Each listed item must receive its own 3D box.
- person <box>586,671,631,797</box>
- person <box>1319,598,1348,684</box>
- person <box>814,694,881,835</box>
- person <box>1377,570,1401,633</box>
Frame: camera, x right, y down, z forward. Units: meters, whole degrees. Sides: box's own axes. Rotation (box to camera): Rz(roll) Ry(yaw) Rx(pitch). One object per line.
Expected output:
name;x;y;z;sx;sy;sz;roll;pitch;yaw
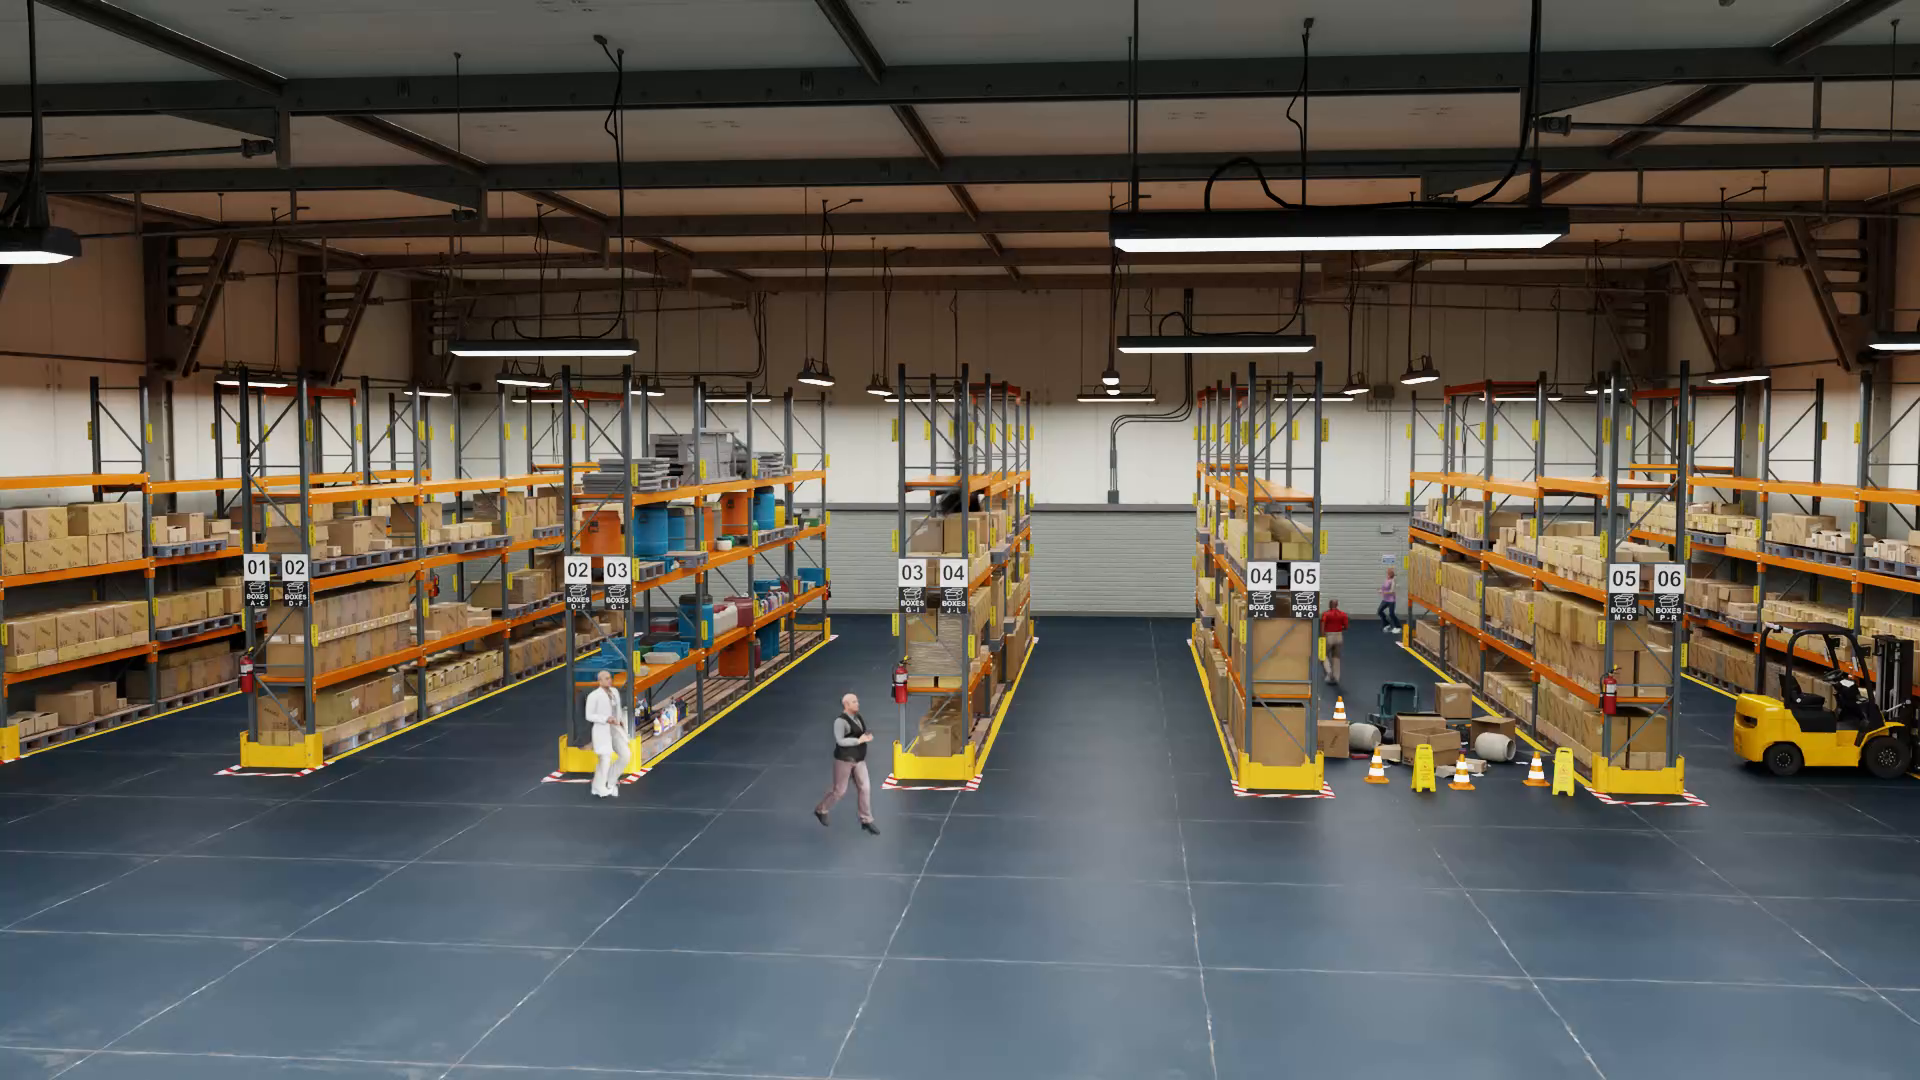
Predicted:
person;-4.798;2.665;22.753;0.722;1.765;0.681;3;5;39
person;7.430;2.020;33.310;0.646;1.722;0.634;0;4;-4
person;-1.409;2.780;20.781;0.948;1.732;0.627;2;4;33
person;10.696;1.540;41.493;0.671;1.604;0.505;-1;4;-18
